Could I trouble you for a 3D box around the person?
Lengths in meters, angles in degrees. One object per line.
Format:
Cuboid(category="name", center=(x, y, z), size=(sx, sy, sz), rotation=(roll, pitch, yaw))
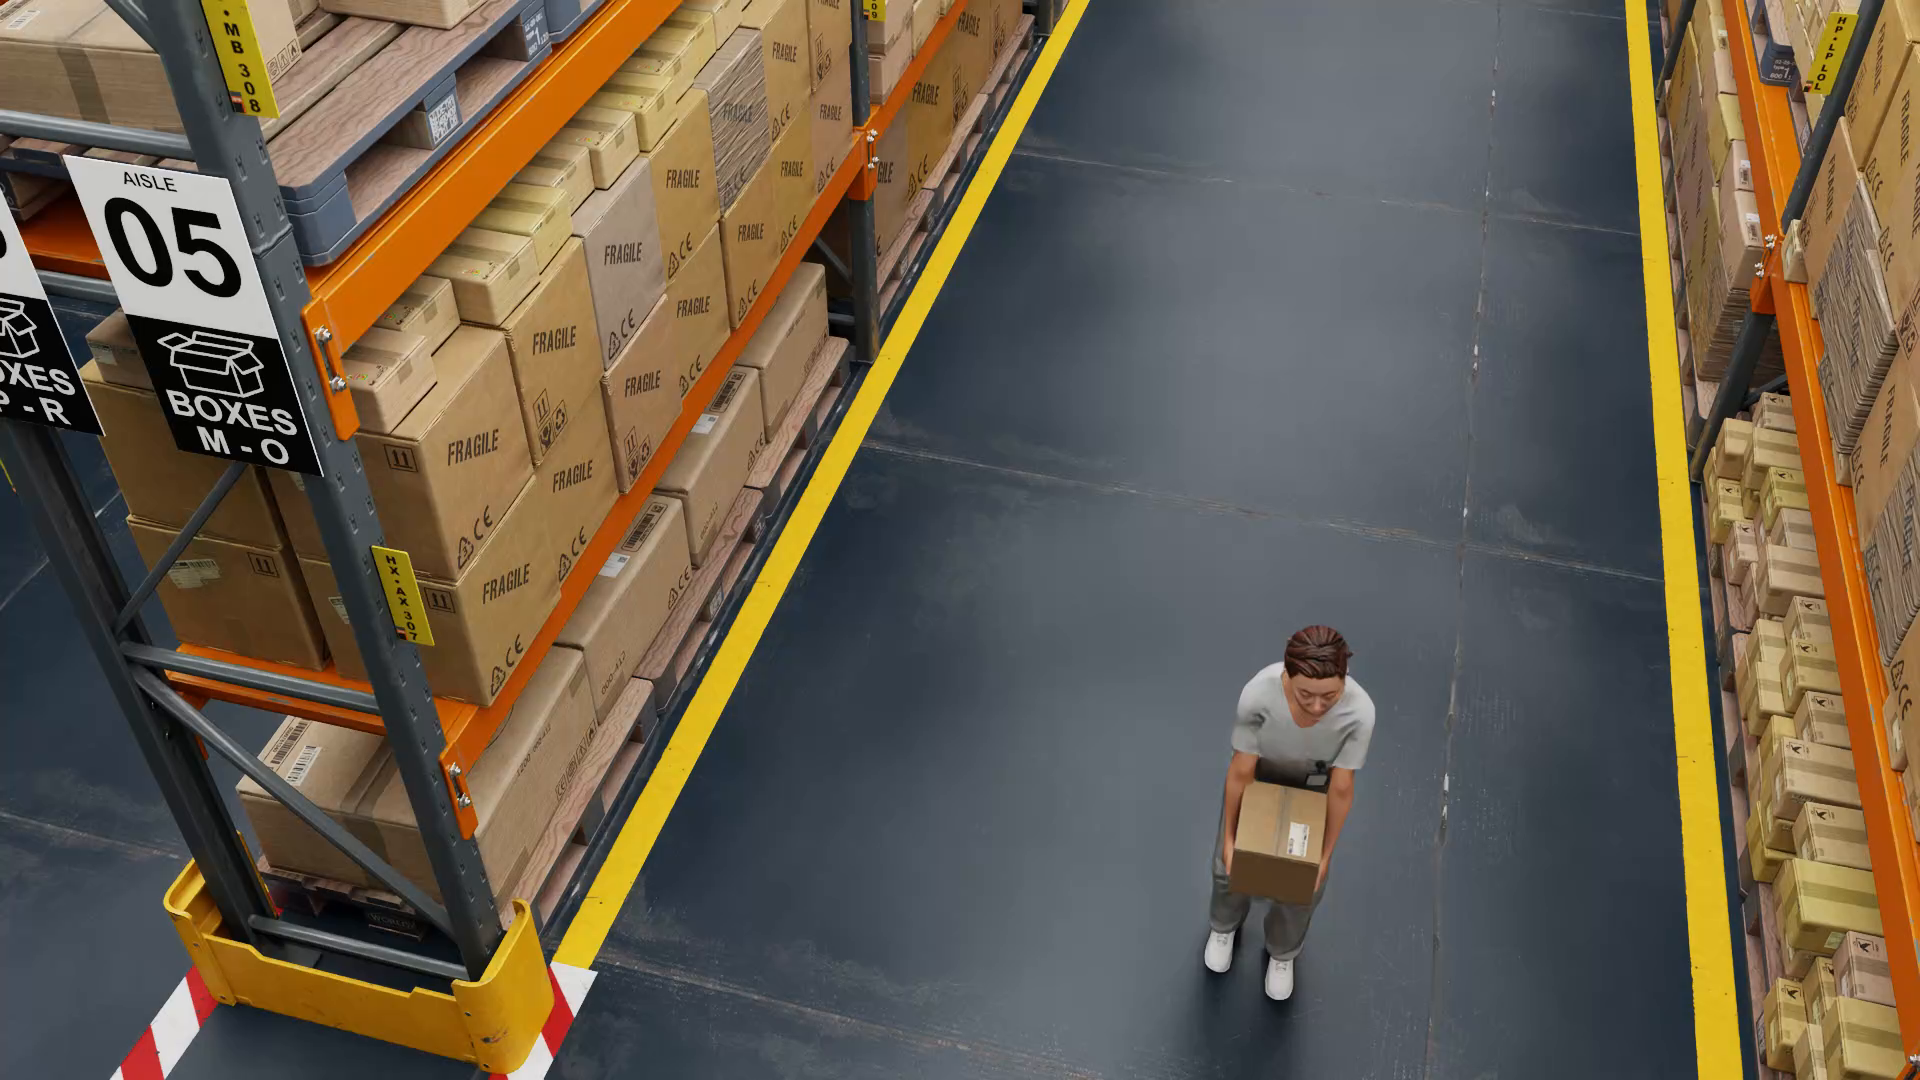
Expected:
Cuboid(category="person", center=(1.019, 0.853, 5.211), size=(0.410, 1.645, 0.529), rotation=(9, 42, 11))
